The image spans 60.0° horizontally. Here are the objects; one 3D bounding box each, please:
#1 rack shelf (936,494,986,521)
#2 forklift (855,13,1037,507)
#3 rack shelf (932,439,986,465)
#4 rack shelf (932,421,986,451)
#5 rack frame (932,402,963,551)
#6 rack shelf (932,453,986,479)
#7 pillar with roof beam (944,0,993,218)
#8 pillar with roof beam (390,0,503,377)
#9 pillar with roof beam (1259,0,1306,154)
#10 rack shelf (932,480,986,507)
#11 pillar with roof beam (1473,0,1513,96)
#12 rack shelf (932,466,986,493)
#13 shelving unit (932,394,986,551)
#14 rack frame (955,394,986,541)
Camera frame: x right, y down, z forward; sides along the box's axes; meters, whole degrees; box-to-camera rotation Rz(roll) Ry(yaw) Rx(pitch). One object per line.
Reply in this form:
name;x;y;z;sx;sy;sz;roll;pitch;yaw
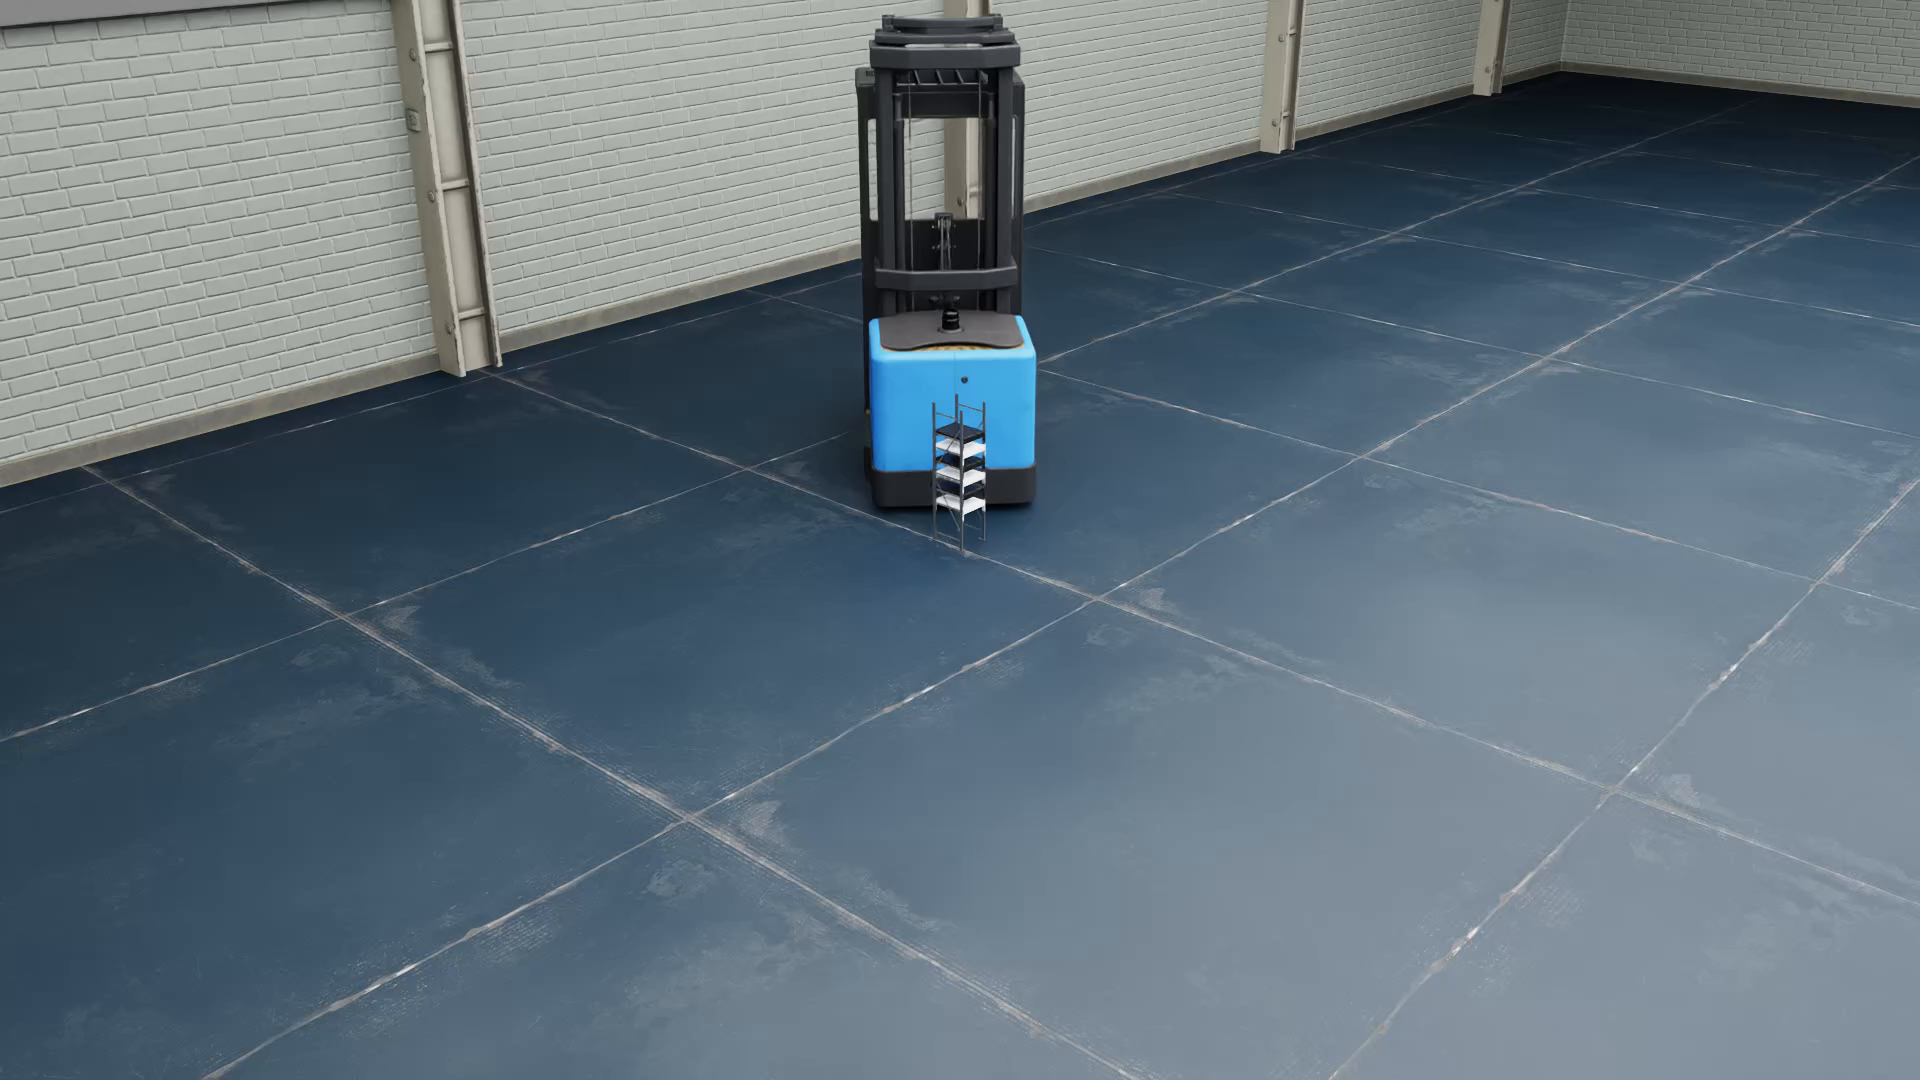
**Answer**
rack shelf;-0.005;-0.213;10.148;0.258;0.077;0.200;20;31;38
forklift;-0.141;-2.111;11.377;1.130;2.935;3.031;-2;24;-4
rack shelf;-0.005;-0.542;10.000;0.258;0.077;0.200;20;31;38
rack shelf;-0.005;-0.624;9.964;0.258;0.077;0.200;20;31;38
rack frame;-0.073;-0.377;9.991;0.240;0.900;0.006;20;31;38
rack shelf;-0.005;-0.460;10.037;0.258;0.077;0.200;20;31;38
pillar with roof beam;3.287;-6.145;12.956;9.100;9.000;0.400;20;31;38
pillar with roof beam;-0.718;-4.317;8.879;9.100;9.000;0.400;20;31;38
pillar with roof beam;7.291;-7.973;17.033;9.100;9.000;0.400;20;31;38
rack shelf;-0.005;-0.296;10.111;0.258;0.077;0.200;20;31;38
pillar with roof beam;11.296;-9.801;21.111;9.100;9.000;0.400;20;31;38
rack shelf;-0.005;-0.378;10.074;0.258;0.077;0.200;20;31;38
shelving unit;-0.005;-0.408;10.060;0.258;0.900;0.210;20;31;38
rack frame;0.062;-0.439;10.129;0.240;0.900;0.006;20;31;38
